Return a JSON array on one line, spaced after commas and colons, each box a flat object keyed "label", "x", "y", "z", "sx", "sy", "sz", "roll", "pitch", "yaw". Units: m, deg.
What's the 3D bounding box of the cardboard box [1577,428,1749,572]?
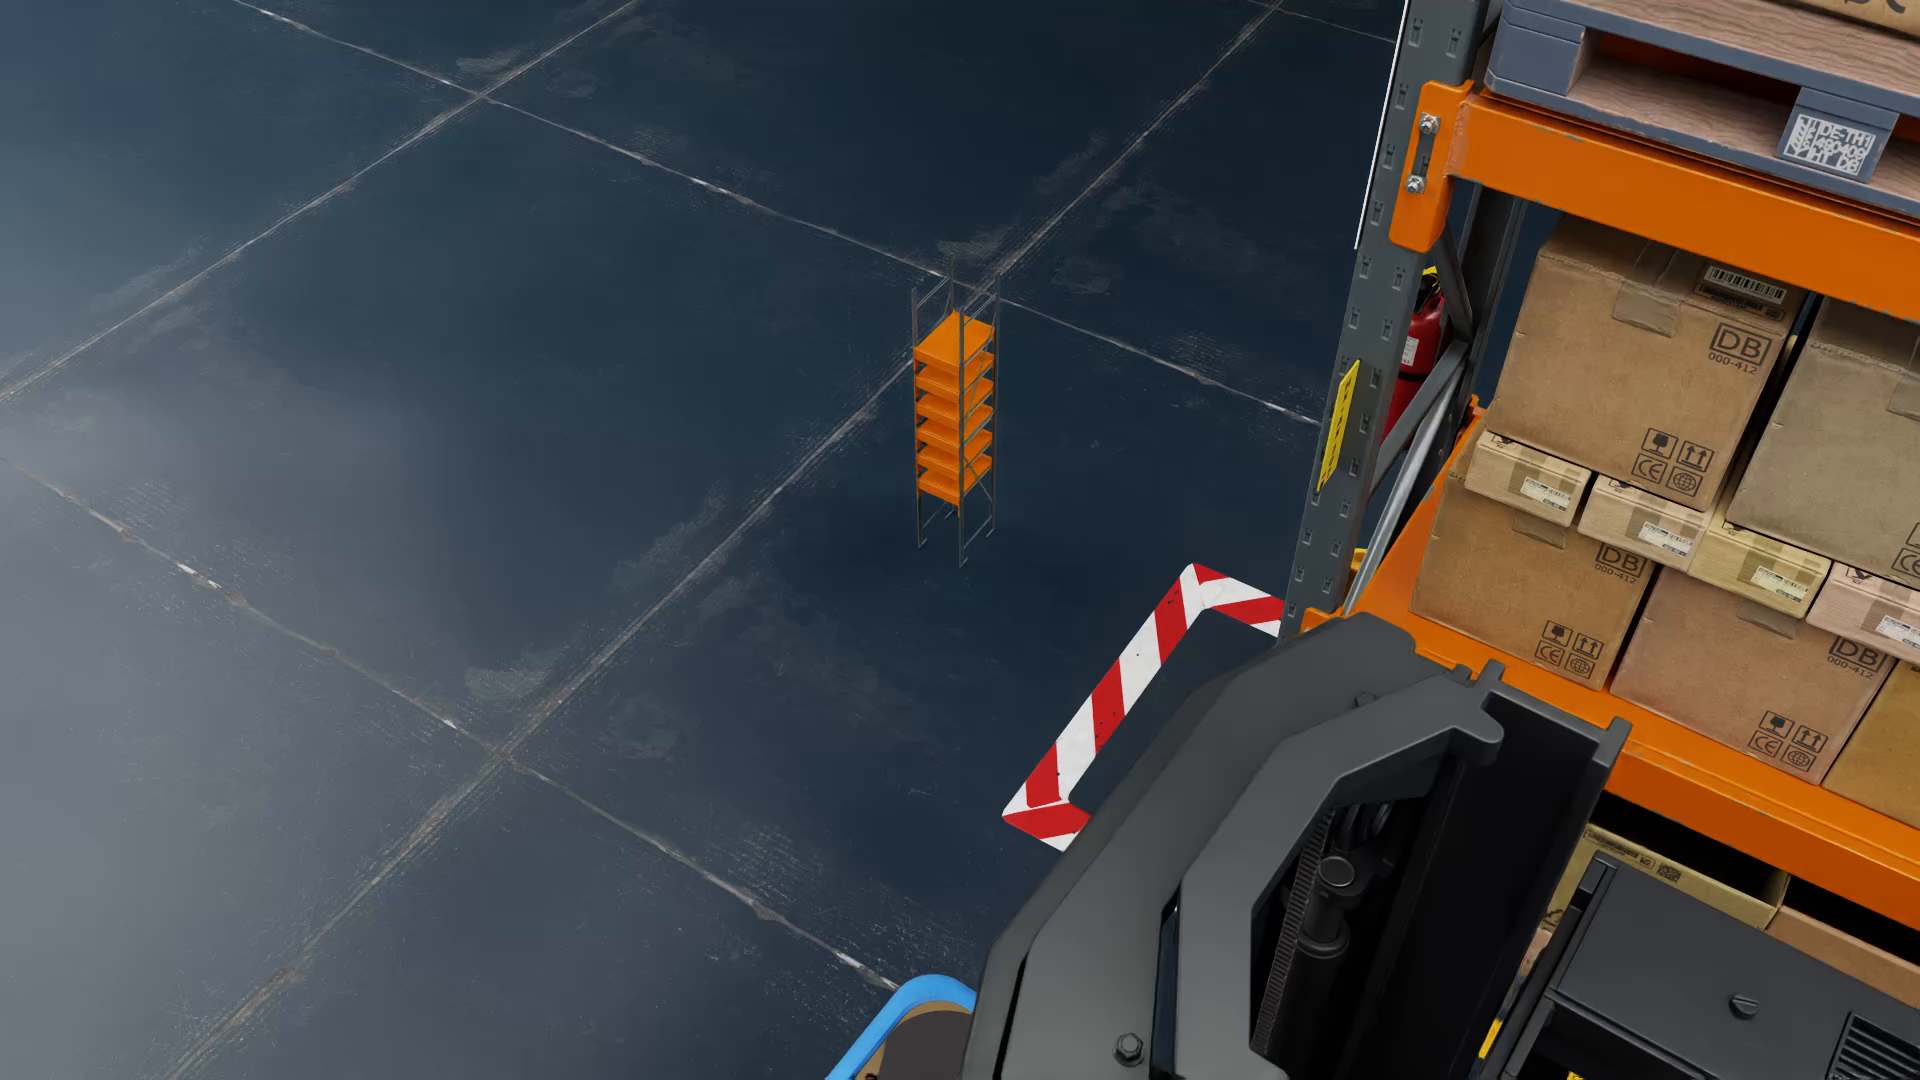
[{"label": "cardboard box", "x": 1.594, "y": -0.136, "z": 3.769, "sx": 0.250, "sy": 0.149, "sz": 0.380, "roll": 23, "pitch": 50, "yaw": 21}]

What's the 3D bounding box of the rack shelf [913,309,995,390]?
[{"label": "rack shelf", "x": -0.012, "y": -0.644, "z": 5.599, "sx": 0.180, "sy": 0.103, "sz": 0.258, "roll": 25, "pitch": 51, "yaw": 22}]

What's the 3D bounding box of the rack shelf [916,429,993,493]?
[{"label": "rack shelf", "x": -0.012, "y": -0.309, "z": 5.943, "sx": 0.180, "sy": 0.103, "sz": 0.258, "roll": 25, "pitch": 51, "yaw": 22}]

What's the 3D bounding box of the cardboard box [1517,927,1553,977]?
[{"label": "cardboard box", "x": 1.911, "y": 1.087, "z": 4.726, "sx": 0.500, "sy": 0.250, "sz": 0.500, "roll": 25, "pitch": 51, "yaw": 22}]

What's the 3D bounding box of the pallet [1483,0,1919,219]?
[{"label": "pallet", "x": 1.738, "y": -0.983, "z": 3.084, "sx": 1.213, "sy": 0.211, "sz": 1.003, "roll": 25, "pitch": 51, "yaw": 22}]

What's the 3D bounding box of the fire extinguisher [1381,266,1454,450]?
[{"label": "fire extinguisher", "x": 1.308, "y": -0.557, "z": 4.754, "sx": 0.183, "sy": 0.674, "sz": 0.296, "roll": 25, "pitch": 51, "yaw": 22}]

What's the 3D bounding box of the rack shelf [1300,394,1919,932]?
[{"label": "rack shelf", "x": 2.840, "y": 0.767, "z": 3.914, "sx": 4.000, "sy": 0.370, "sz": 1.077, "roll": 25, "pitch": 51, "yaw": 22}]

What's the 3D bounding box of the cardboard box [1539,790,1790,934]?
[{"label": "cardboard box", "x": 1.910, "y": 0.827, "z": 4.456, "sx": 0.500, "sy": 0.500, "sz": 0.500, "roll": 25, "pitch": 51, "yaw": 22}]

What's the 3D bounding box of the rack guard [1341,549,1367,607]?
[{"label": "rack guard", "x": 1.136, "y": 0.604, "z": 5.314, "sx": 0.348, "sy": 0.500, "sz": 1.175, "roll": 25, "pitch": 51, "yaw": 22}]

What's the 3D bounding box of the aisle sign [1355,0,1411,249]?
[{"label": "aisle sign", "x": 0.936, "y": -1.004, "z": 3.322, "sx": 0.004, "sy": 0.787, "sz": 0.394, "roll": 25, "pitch": 51, "yaw": 22}]

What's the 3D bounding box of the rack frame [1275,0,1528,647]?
[{"label": "rack frame", "x": 1.156, "y": -0.258, "z": 4.409, "sx": 0.127, "sy": 3.000, "sz": 1.000, "roll": 25, "pitch": 51, "yaw": 22}]

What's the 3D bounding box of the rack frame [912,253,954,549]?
[{"label": "rack frame", "x": -0.089, "y": -0.459, "z": 5.860, "sx": 0.006, "sy": 1.200, "sz": 0.240, "roll": 25, "pitch": 51, "yaw": 22}]

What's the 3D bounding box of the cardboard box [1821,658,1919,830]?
[{"label": "cardboard box", "x": 2.402, "y": 0.292, "z": 3.805, "sx": 0.500, "sy": 0.500, "sz": 0.700, "roll": 25, "pitch": 51, "yaw": 22}]

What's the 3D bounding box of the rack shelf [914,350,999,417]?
[{"label": "rack shelf", "x": -0.012, "y": -0.560, "z": 5.685, "sx": 0.180, "sy": 0.103, "sz": 0.258, "roll": 25, "pitch": 51, "yaw": 22}]

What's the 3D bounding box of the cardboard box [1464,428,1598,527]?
[{"label": "cardboard box", "x": 1.370, "y": -0.237, "z": 3.866, "sx": 0.250, "sy": 0.149, "sz": 0.380, "roll": 24, "pitch": 51, "yaw": 22}]

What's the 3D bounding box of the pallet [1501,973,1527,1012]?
[{"label": "pallet", "x": 1.823, "y": 0.985, "z": 5.146, "sx": 1.213, "sy": 0.211, "sz": 1.003, "roll": 25, "pitch": 51, "yaw": 22}]

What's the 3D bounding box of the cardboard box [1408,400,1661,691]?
[{"label": "cardboard box", "x": 1.542, "y": -0.104, "z": 4.190, "sx": 0.500, "sy": 0.500, "sz": 0.700, "roll": 25, "pitch": 51, "yaw": 22}]

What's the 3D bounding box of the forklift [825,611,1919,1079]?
[{"label": "forklift", "x": 0.843, "y": 1.594, "z": 2.657, "sx": 3.031, "sy": 2.935, "sz": 1.130, "roll": 27, "pitch": 52, "yaw": 24}]

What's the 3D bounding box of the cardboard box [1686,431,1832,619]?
[{"label": "cardboard box", "x": 1.803, "y": -0.039, "z": 3.674, "sx": 0.250, "sy": 0.149, "sz": 0.380, "roll": 25, "pitch": 51, "yaw": 22}]

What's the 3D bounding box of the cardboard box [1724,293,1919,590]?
[{"label": "cardboard box", "x": 2.033, "y": -0.335, "z": 3.510, "sx": 0.500, "sy": 0.500, "sz": 0.700, "roll": 23, "pitch": 50, "yaw": 21}]

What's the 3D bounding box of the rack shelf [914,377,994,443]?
[{"label": "rack shelf", "x": -0.012, "y": -0.476, "z": 5.771, "sx": 0.180, "sy": 0.103, "sz": 0.258, "roll": 25, "pitch": 51, "yaw": 22}]

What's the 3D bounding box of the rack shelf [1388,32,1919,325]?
[{"label": "rack shelf", "x": 2.840, "y": -0.278, "z": 2.839, "sx": 4.000, "sy": 0.370, "sz": 1.077, "roll": 25, "pitch": 51, "yaw": 22}]

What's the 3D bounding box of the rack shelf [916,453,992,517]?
[{"label": "rack shelf", "x": -0.012, "y": -0.226, "z": 6.029, "sx": 0.180, "sy": 0.103, "sz": 0.258, "roll": 25, "pitch": 51, "yaw": 22}]

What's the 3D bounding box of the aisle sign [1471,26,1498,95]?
[{"label": "aisle sign", "x": 1.260, "y": -1.366, "z": 3.674, "sx": 0.004, "sy": 0.787, "sz": 0.394, "roll": 25, "pitch": 51, "yaw": 22}]

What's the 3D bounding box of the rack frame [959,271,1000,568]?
[{"label": "rack frame", "x": 0.065, "y": -0.388, "z": 5.791, "sx": 0.006, "sy": 1.200, "sz": 0.240, "roll": 25, "pitch": 51, "yaw": 22}]

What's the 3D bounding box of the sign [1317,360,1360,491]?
[{"label": "sign", "x": 0.852, "y": -0.254, "z": 3.747, "sx": 0.005, "sy": 0.325, "sz": 0.100, "roll": 25, "pitch": 51, "yaw": 22}]

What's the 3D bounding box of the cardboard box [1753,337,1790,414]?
[{"label": "cardboard box", "x": 1.802, "y": -0.385, "z": 4.011, "sx": 0.250, "sy": 0.149, "sz": 0.380, "roll": 26, "pitch": 51, "yaw": 23}]

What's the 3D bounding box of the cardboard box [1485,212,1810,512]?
[{"label": "cardboard box", "x": 1.587, "y": -0.536, "z": 3.705, "sx": 0.500, "sy": 0.500, "sz": 0.700, "roll": 25, "pitch": 51, "yaw": 22}]

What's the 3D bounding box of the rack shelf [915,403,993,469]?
[{"label": "rack shelf", "x": -0.012, "y": -0.393, "z": 5.857, "sx": 0.180, "sy": 0.103, "sz": 0.258, "roll": 25, "pitch": 51, "yaw": 22}]

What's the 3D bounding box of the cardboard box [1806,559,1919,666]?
[{"label": "cardboard box", "x": 2.015, "y": 0.060, "z": 3.578, "sx": 0.250, "sy": 0.149, "sz": 0.380, "roll": 24, "pitch": 50, "yaw": 22}]

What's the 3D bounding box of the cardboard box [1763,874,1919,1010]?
[{"label": "cardboard box", "x": 2.337, "y": 1.013, "z": 4.276, "sx": 0.500, "sy": 0.500, "sz": 0.500, "roll": 25, "pitch": 51, "yaw": 22}]

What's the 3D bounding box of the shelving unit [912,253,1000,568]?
[{"label": "shelving unit", "x": -0.012, "y": -0.424, "z": 5.825, "sx": 0.189, "sy": 1.200, "sz": 0.258, "roll": 25, "pitch": 51, "yaw": 22}]

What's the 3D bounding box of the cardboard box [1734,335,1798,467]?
[{"label": "cardboard box", "x": 2.017, "y": -0.286, "z": 3.915, "sx": 0.250, "sy": 0.149, "sz": 0.380, "roll": 24, "pitch": 50, "yaw": 22}]

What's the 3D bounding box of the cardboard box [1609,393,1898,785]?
[{"label": "cardboard box", "x": 1.987, "y": 0.096, "z": 3.995, "sx": 0.500, "sy": 0.500, "sz": 0.700, "roll": 26, "pitch": 51, "yaw": 23}]
